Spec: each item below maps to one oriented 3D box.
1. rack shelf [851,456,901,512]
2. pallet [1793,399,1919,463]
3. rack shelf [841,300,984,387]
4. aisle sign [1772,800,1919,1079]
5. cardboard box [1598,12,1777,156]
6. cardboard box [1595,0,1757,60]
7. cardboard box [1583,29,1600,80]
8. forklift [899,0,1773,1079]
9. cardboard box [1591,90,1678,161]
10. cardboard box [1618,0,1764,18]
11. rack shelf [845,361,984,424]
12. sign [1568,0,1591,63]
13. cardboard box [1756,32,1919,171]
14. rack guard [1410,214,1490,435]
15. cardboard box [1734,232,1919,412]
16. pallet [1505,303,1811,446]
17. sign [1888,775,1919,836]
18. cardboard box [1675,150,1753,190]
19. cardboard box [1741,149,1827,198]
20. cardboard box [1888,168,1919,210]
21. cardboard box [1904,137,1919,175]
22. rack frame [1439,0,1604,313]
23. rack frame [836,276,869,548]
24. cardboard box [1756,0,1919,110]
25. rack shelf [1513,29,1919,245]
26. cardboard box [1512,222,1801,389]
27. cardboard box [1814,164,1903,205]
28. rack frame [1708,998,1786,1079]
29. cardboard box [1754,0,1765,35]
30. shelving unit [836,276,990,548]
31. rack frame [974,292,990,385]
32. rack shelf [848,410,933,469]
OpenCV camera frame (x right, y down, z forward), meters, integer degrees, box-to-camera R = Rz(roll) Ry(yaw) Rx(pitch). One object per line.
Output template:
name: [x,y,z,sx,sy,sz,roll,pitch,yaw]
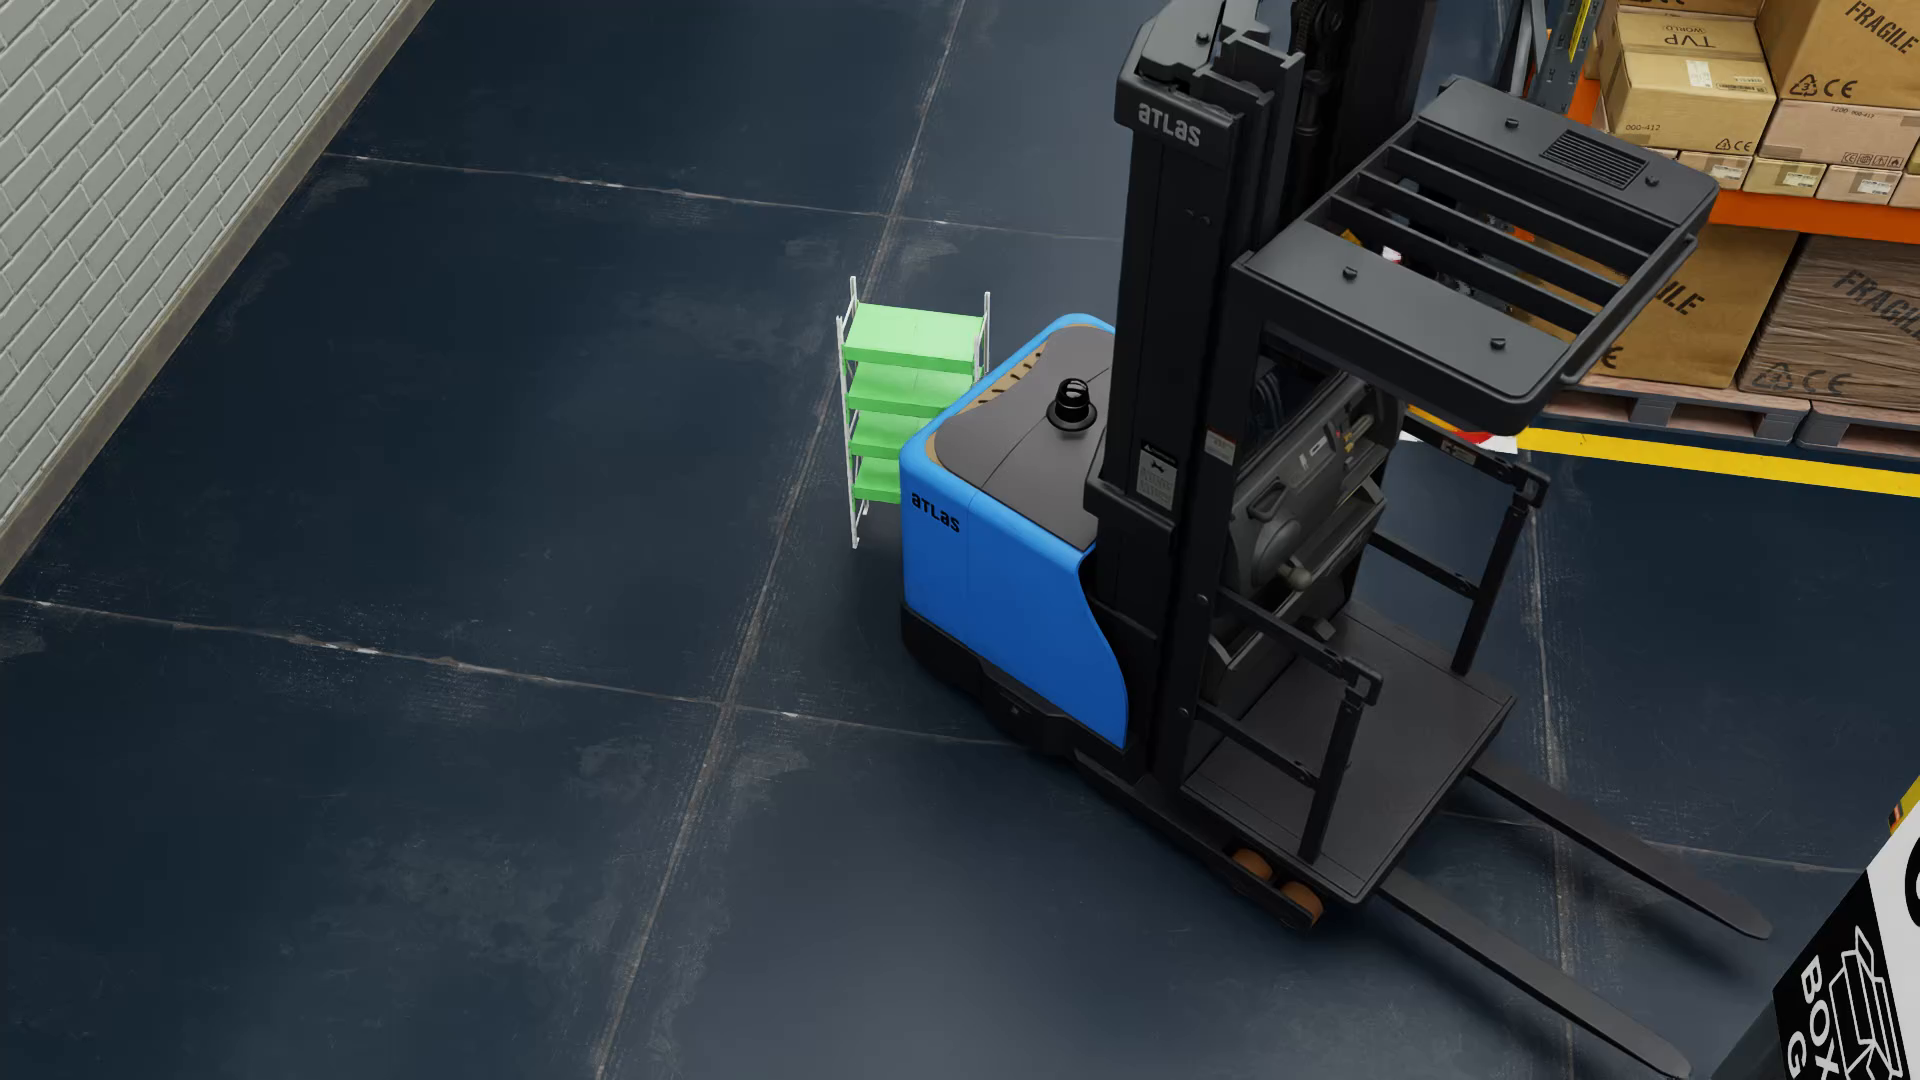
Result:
rack shelf: [-0.163,-0.220,6.521,0.480,0.148,0.258,8,49,7]
pallet: [4.234,-0.749,7.253,1.213,0.211,1.003,8,49,7]
rack shelf: [-0.163,-0.701,5.986,0.480,0.148,0.258,8,49,7]
aisle sign: [1.337,0.640,2.383,0.004,0.787,0.394,8,49,7]
cardboard box: [2.661,-1.681,6.116,0.500,0.250,0.500,7,48,6]
cardboard box: [2.760,-2.072,6.468,0.500,0.250,0.500,7,48,6]
cardboard box: [2.645,-2.002,6.674,0.250,0.149,0.380,9,49,8]
forklift: [1.229,-0.130,4.868,3.031,2.935,1.130,32,56,26]
cardboard box: [2.527,-1.520,6.240,0.250,0.149,0.380,8,49,7]
cardboard box: [2.762,-2.320,6.187,0.500,0.500,0.500,8,49,7]
rack shelf: [-0.163,-0.541,6.164,0.480,0.148,0.258,8,49,7]
sign: [2.132,-1.803,5.690,0.005,0.325,0.100,8,49,7]
cardboard box: [3.173,-1.617,6.059,0.500,0.250,0.500,7,48,6]
rack guard: [2.213,-1.060,7.339,0.348,0.500,1.175,8,49,7]
cardboard box: [3.776,-1.176,6.908,0.875,0.875,0.875,8,49,7]
pallet: [3.037,-0.912,7.400,1.213,0.211,1.003,8,49,7]
sign: [1.437,0.361,2.435,0.005,0.325,0.100,8,49,7]
cardboard box: [2.780,-1.487,6.211,0.250,0.149,0.380,7,48,6]
cardboard box: [3.032,-1.454,6.180,0.250,0.149,0.380,7,48,6]
cardboard box: [3.538,-1.385,6.119,0.250,0.149,0.380,7,48,6]
cardboard box: [3.667,-1.548,5.997,0.500,0.250,0.500,6,48,6]
rack frame: [2.236,-1.893,6.406,0.127,3.000,1.000,8,49,7]
rack frame: [-0.403,-0.455,6.324,0.015,1.200,0.240,8,49,7]
cardboard box: [3.153,-1.865,5.778,0.500,0.500,0.500,7,48,6]
rack shelf: [4.204,-1.387,6.436,4.000,0.370,1.077,8,49,7]
cardboard box: [2.880,-1.297,7.017,0.875,0.875,0.875,8,49,7]
cardboard box: [3.288,-1.420,6.150,0.250,0.149,0.380,7,48,6]
rack frame: [1.356,1.731,3.150,0.053,2.616,0.949,8,49,7]
cardboard box: [3.259,-2.004,6.407,0.500,0.250,0.500,7,48,6]
shelving unit: [-0.163,-0.423,6.295,0.503,1.200,0.258,8,49,7]
rack frame: [0.077,-0.391,6.266,0.015,1.200,0.240,8,49,7]
rack shelf: [-0.163,-0.380,6.343,0.480,0.148,0.258,8,49,7]
